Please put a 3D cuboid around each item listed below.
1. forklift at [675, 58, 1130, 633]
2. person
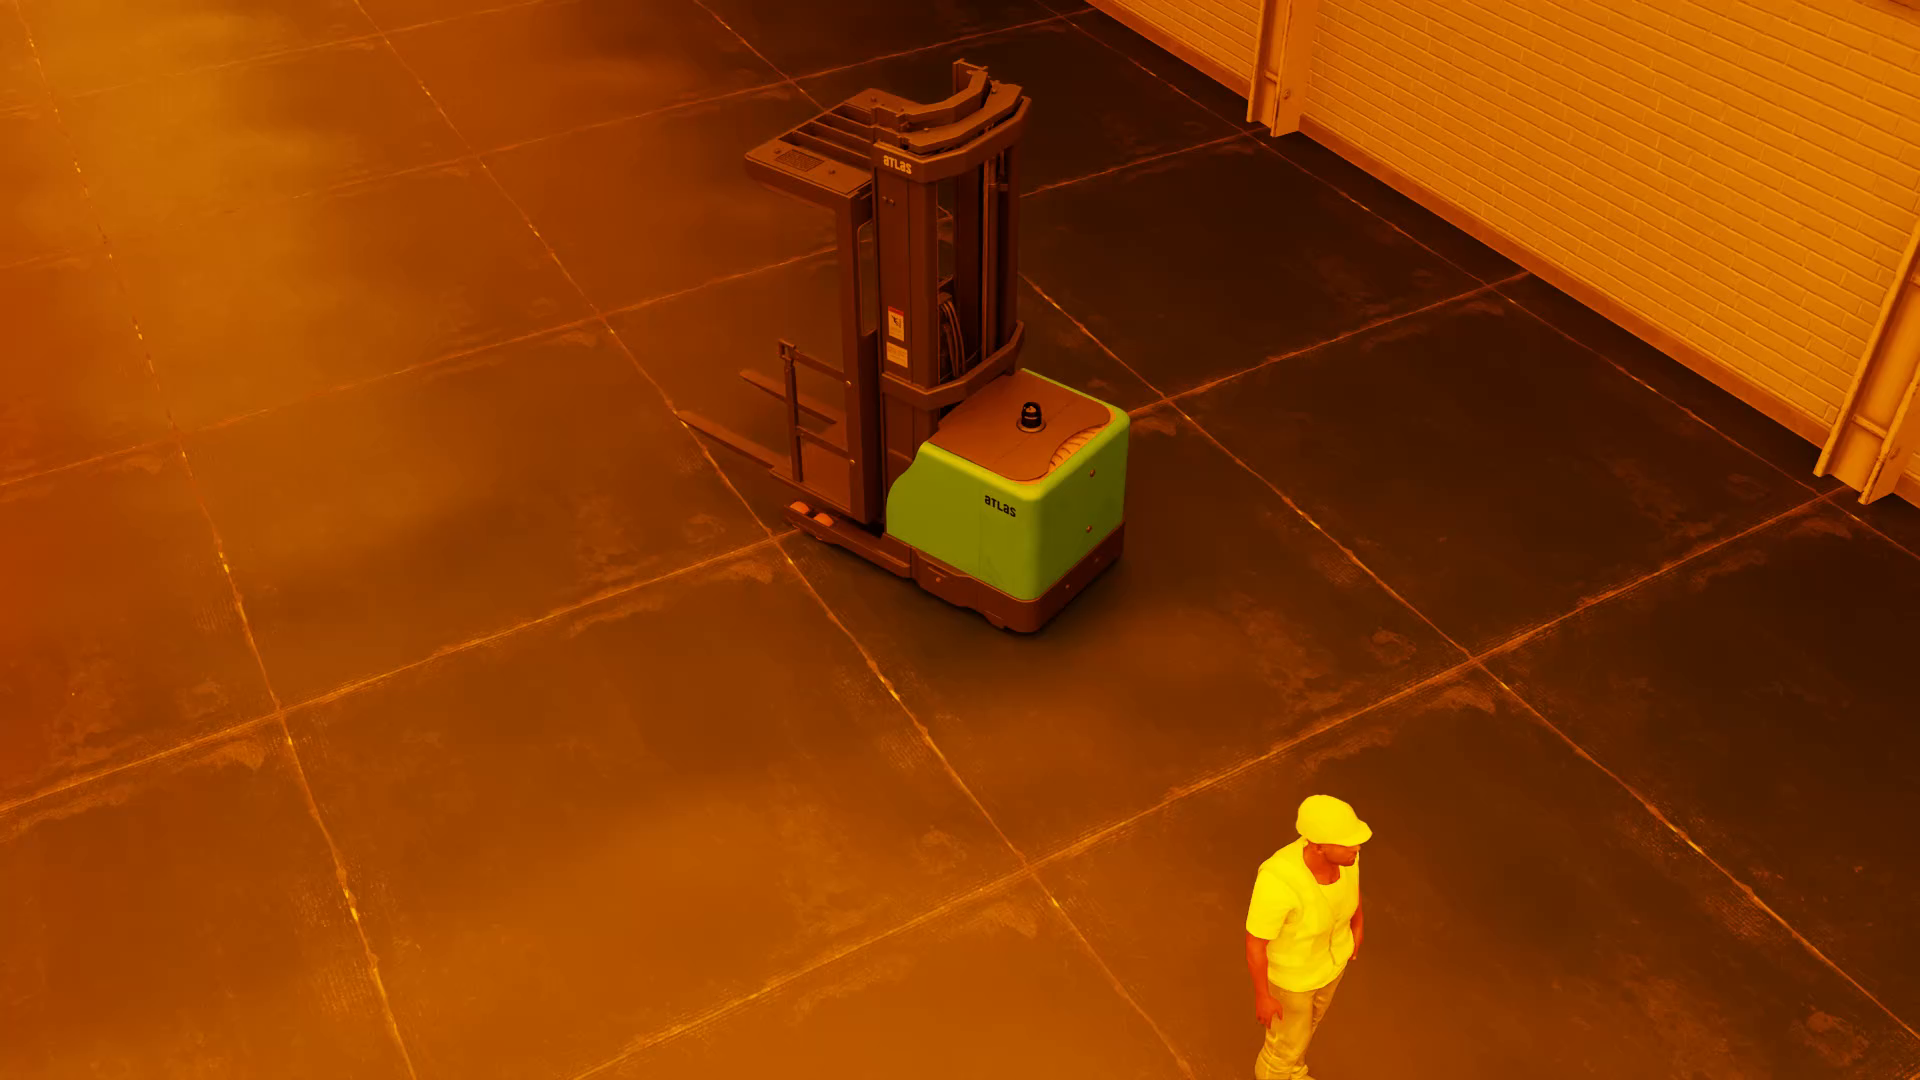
[{"bbox_3d":[-0.481,-1.366,9.683,3.031,2.935,1.130,26,46,28],"label":"forklift"},{"bbox_3d":[1.474,1.764,6.811,0.665,1.769,0.574,-30,48,-31],"label":"person"}]
